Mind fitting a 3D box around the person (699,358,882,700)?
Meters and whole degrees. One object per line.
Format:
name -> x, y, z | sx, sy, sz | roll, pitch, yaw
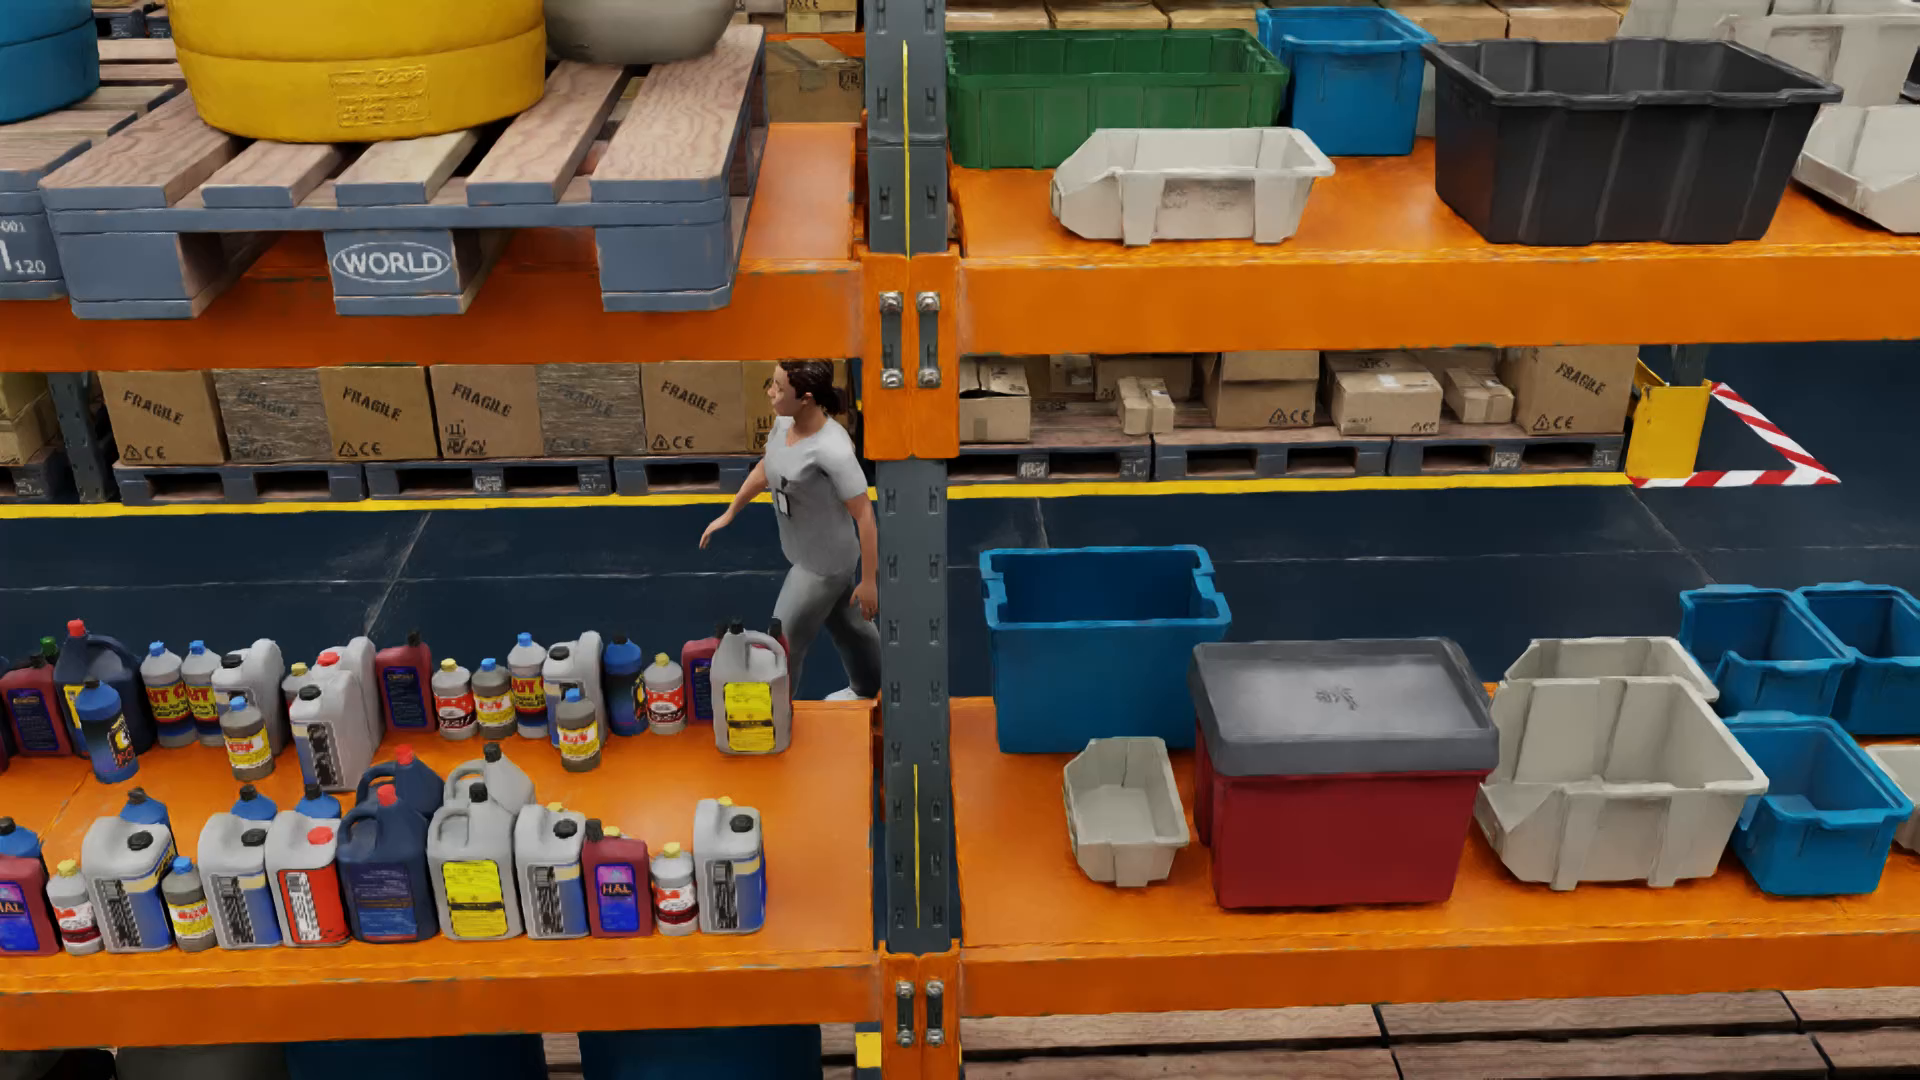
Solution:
person -> -0.574, 0.085, 5.968 | 0.915, 1.639, 0.629 | -14, 31, -25
